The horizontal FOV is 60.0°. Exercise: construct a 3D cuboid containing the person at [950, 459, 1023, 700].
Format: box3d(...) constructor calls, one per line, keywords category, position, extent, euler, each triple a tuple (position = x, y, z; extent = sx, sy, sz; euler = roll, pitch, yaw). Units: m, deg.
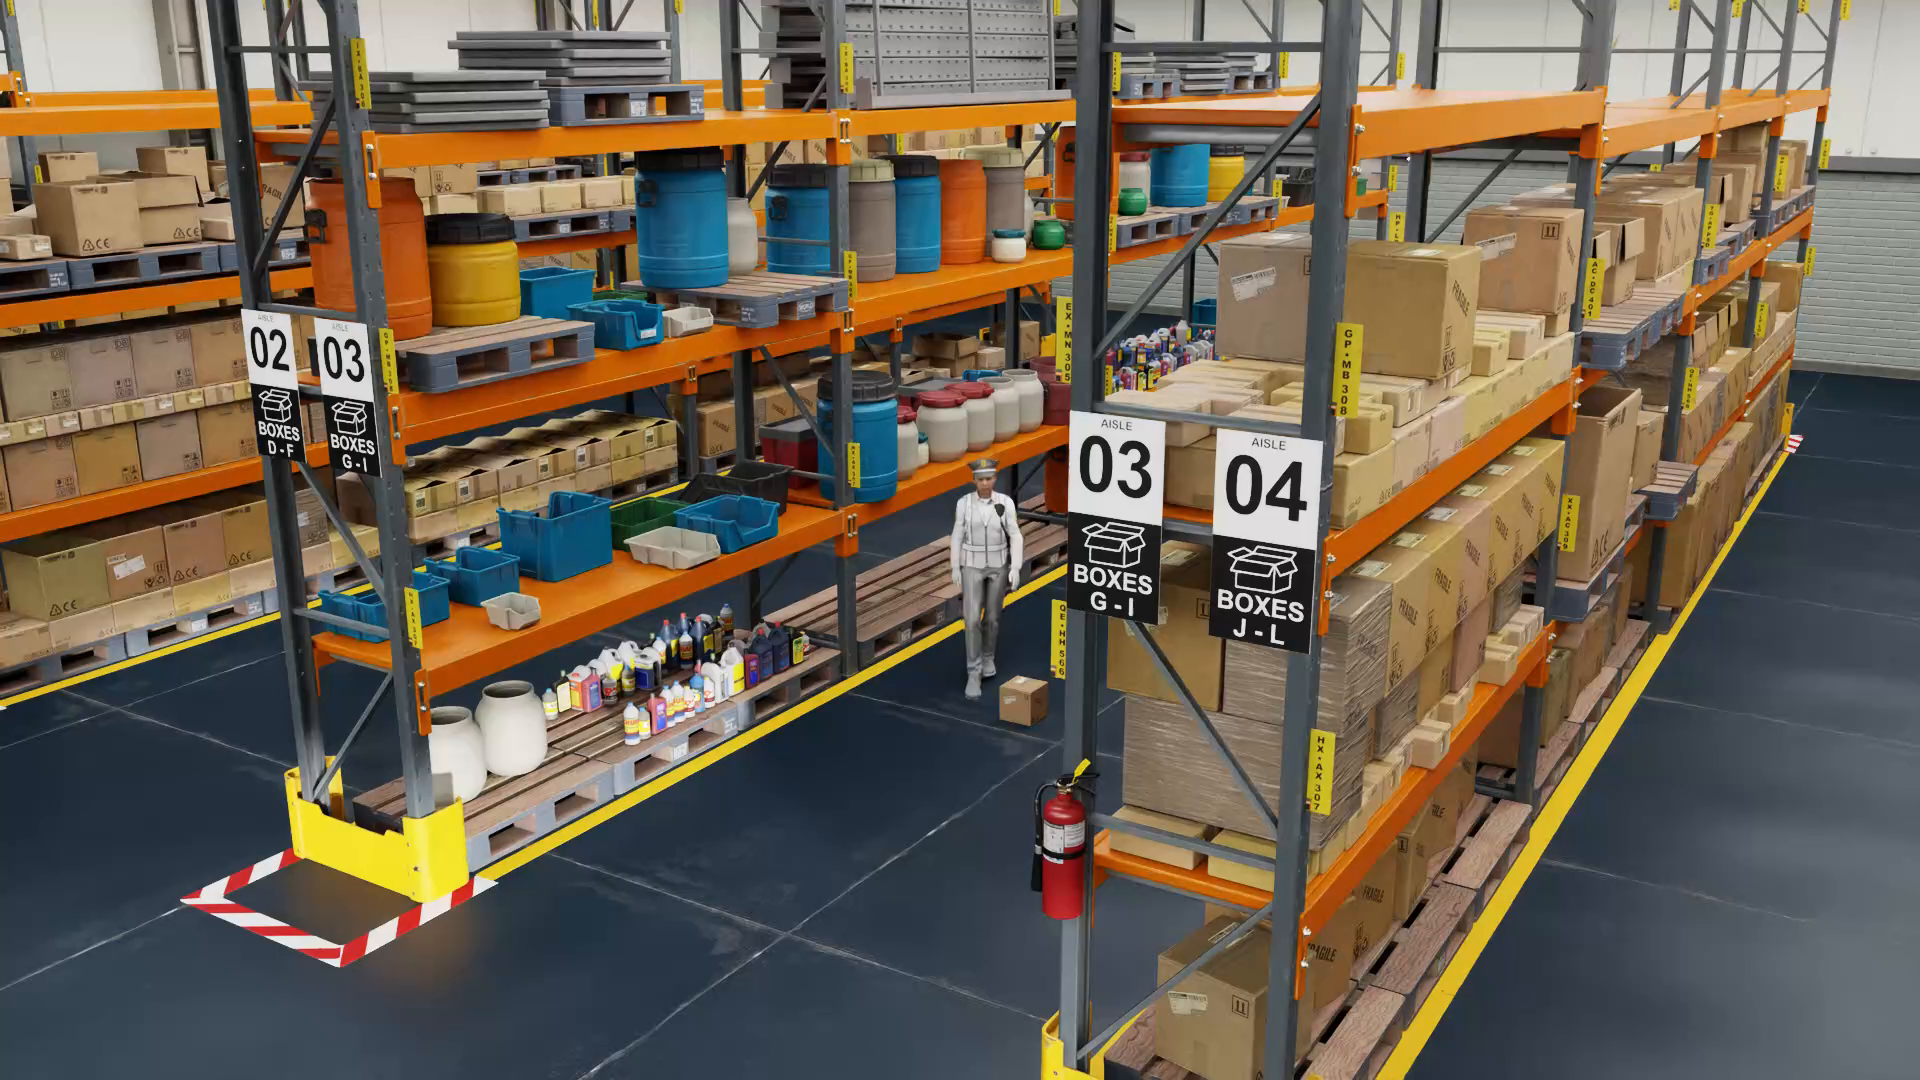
box3d(category="person", position=(0.212, 0.254, 12.122), extent=(0.521, 1.706, 0.660), euler=(-2, 16, -6))
